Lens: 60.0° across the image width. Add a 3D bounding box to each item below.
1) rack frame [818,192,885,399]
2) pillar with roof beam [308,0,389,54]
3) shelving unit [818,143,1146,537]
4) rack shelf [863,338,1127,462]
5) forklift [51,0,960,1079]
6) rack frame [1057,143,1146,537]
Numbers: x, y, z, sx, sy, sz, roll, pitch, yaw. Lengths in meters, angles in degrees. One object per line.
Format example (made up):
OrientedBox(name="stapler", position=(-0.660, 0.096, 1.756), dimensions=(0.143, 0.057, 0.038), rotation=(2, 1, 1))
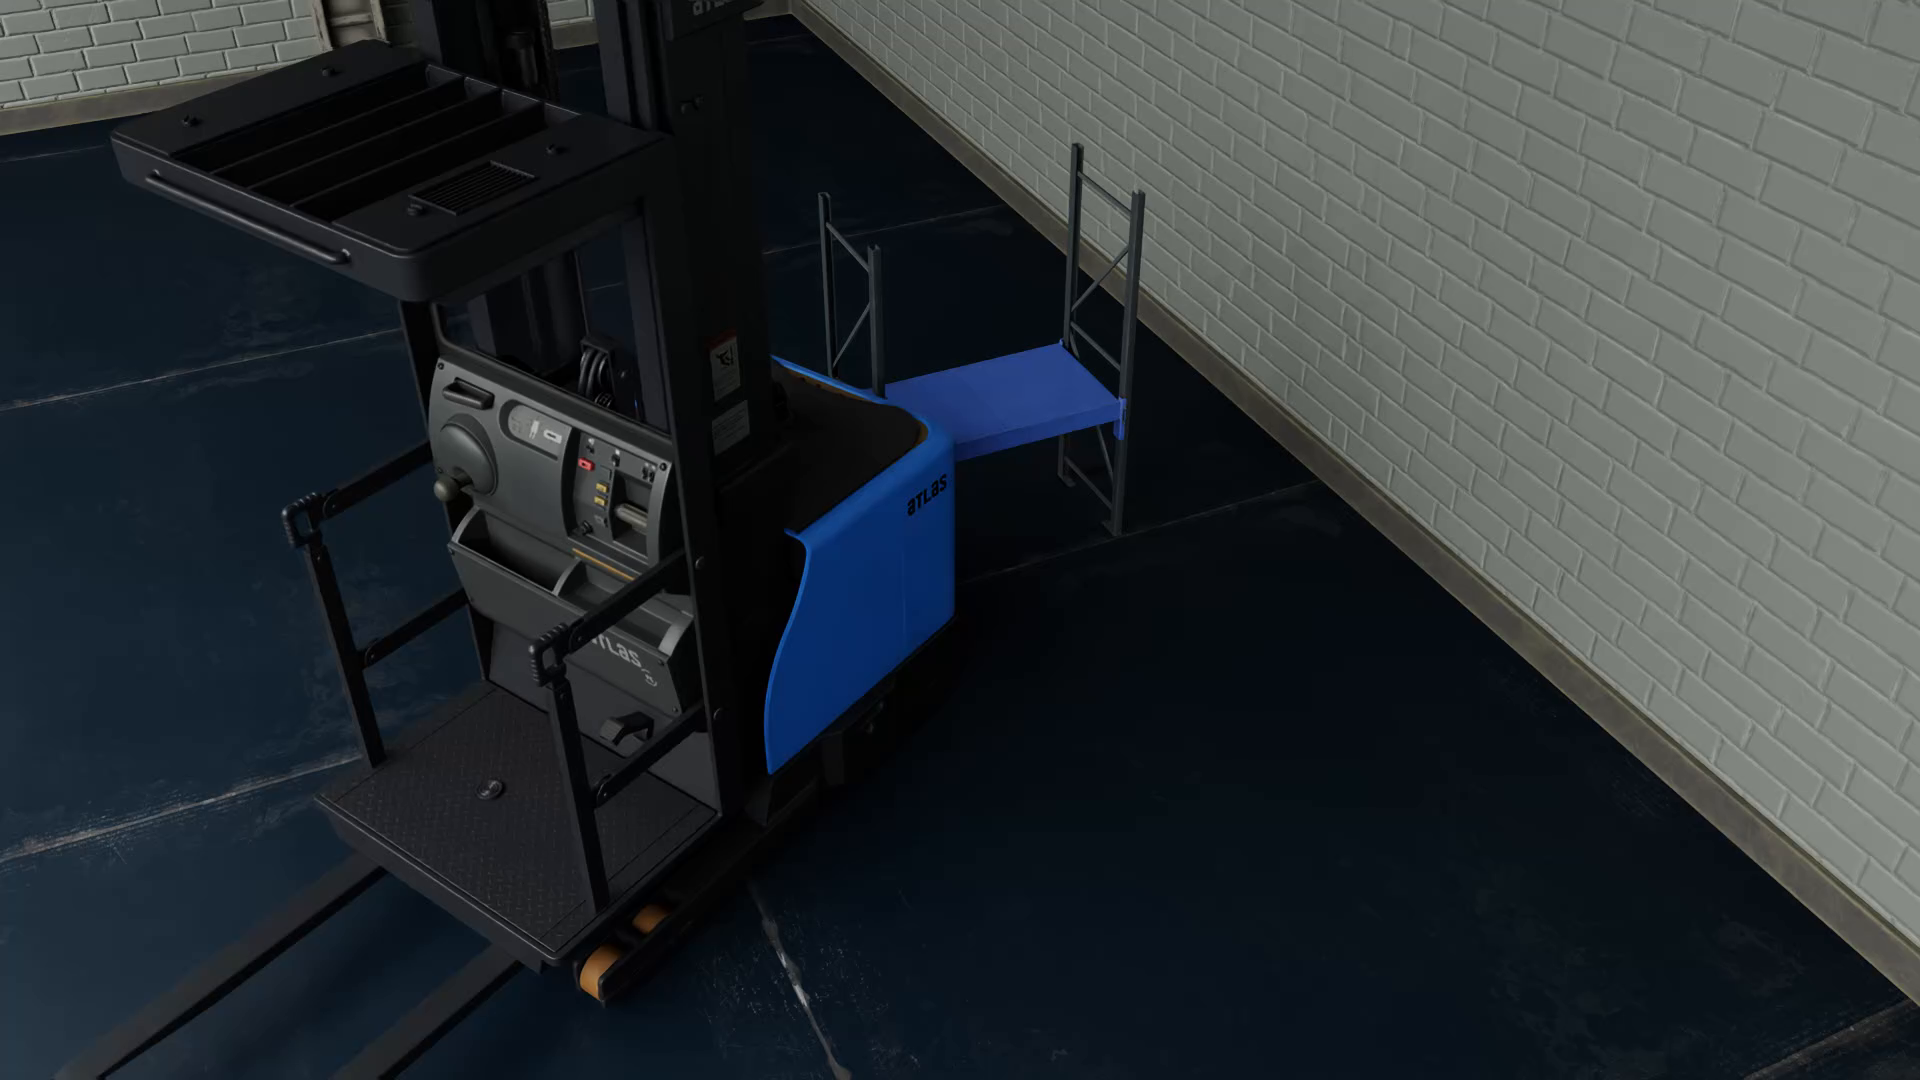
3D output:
OrientedBox(name="rack frame", position=(-0.383, -0.495, 6.159), dimensions=(0.032, 1.500, 0.500), rotation=(-16, 39, -20))
OrientedBox(name="pillar with roof beam", position=(-2.005, -4.205, 4.866), dimensions=(0.400, 9.000, 9.100), rotation=(-16, 39, -20))
OrientedBox(name="shelving unit", position=(0.077, -0.624, 6.332), dimensions=(1.048, 1.500, 0.538), rotation=(-16, 39, -20))
OrientedBox(name="rack shelf", position=(0.077, -0.480, 6.439), dimensions=(1.000, 0.185, 0.538), rotation=(-16, 39, -20))
OrientedBox(name="forklift", position=(-1.273, -0.147, 4.488), dimensions=(1.130, 2.935, 3.031), rotation=(23, 43, 28))
OrientedBox(name="rack frame", position=(0.537, -0.753, 6.506), dimensions=(0.032, 1.500, 0.500), rotation=(-16, 39, -20))
